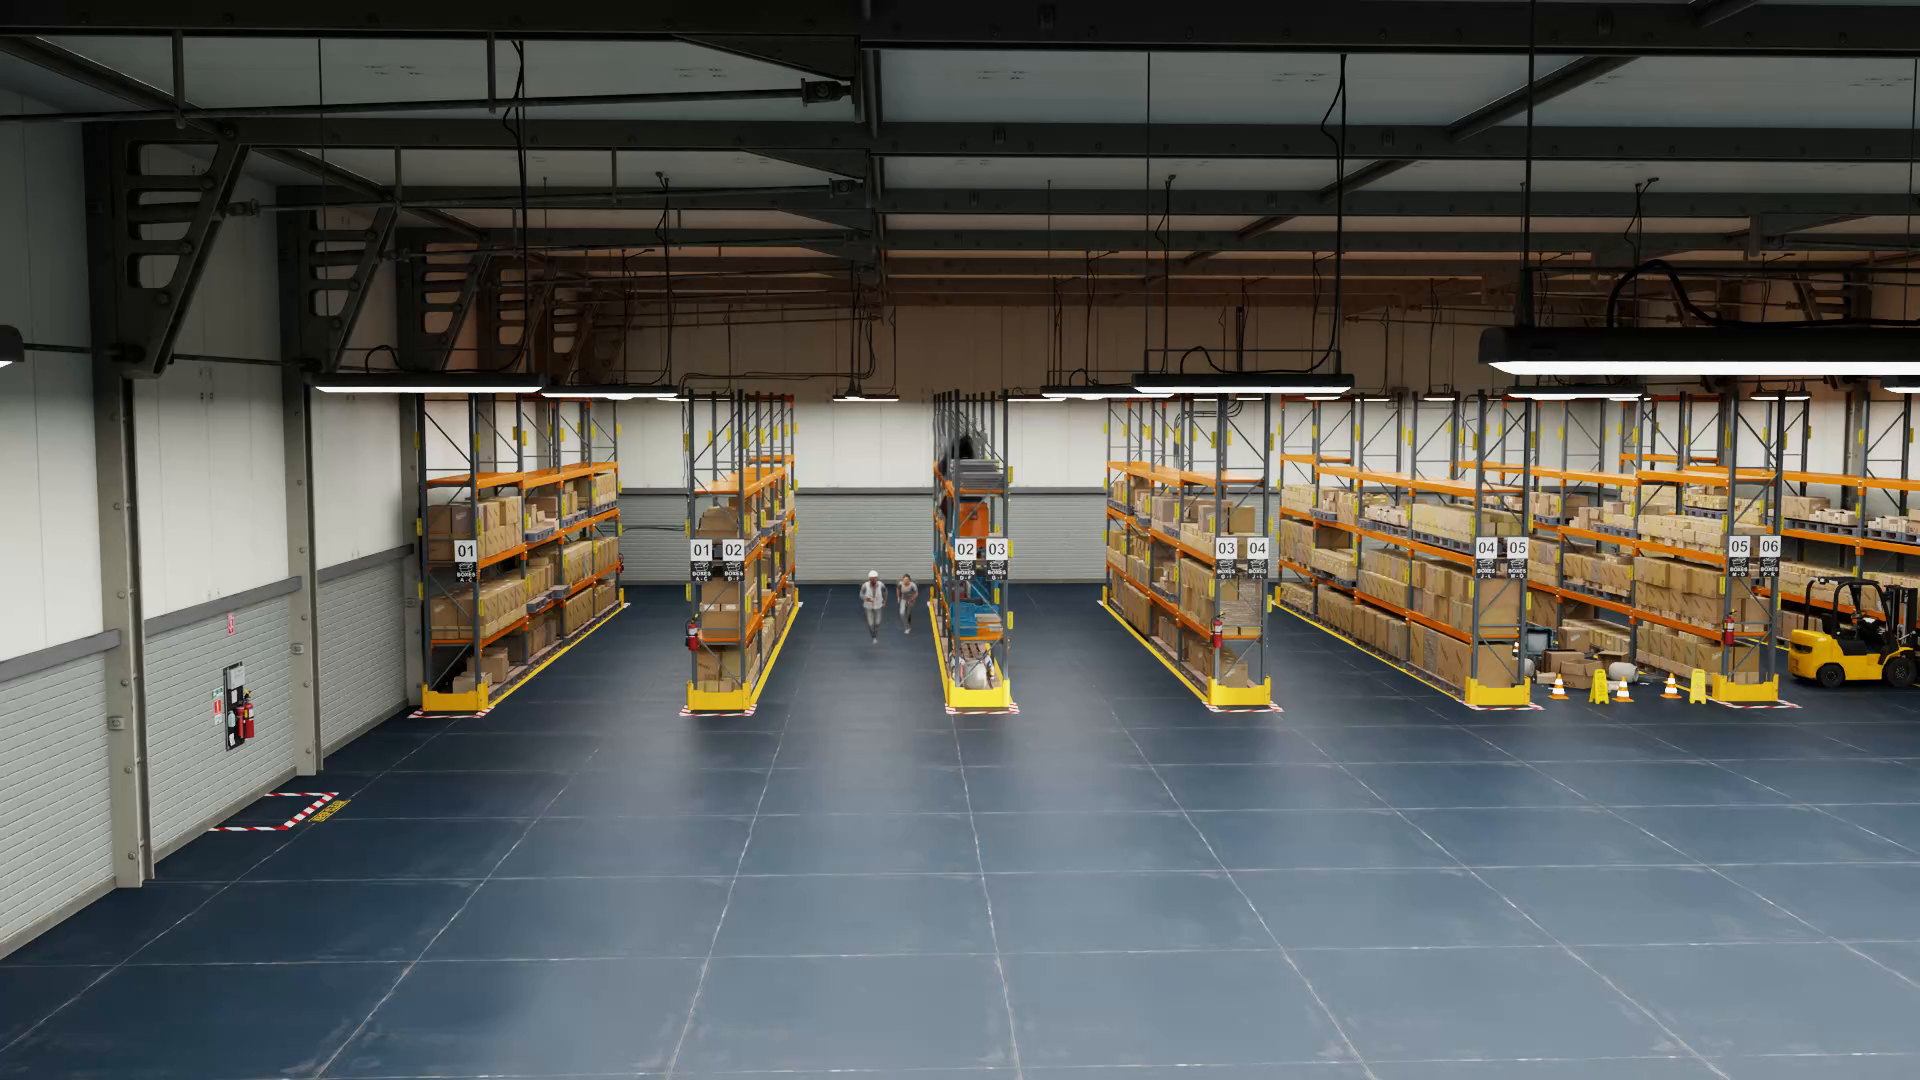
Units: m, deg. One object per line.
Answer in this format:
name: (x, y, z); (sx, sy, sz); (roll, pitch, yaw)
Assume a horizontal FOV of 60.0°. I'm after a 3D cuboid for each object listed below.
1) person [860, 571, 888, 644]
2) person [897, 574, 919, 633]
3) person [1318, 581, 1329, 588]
person: (-1.951, 1.529, 37.702); (0.648, 1.694, 0.725); (0, 5, -3)
person: (-1.302, 1.572, 41.953); (0.568, 1.527, 1.007); (1, 5, 6)
person: (10.526, 0.948, 48.570); (0.779, 1.702, 0.656); (3, 6, 34)
